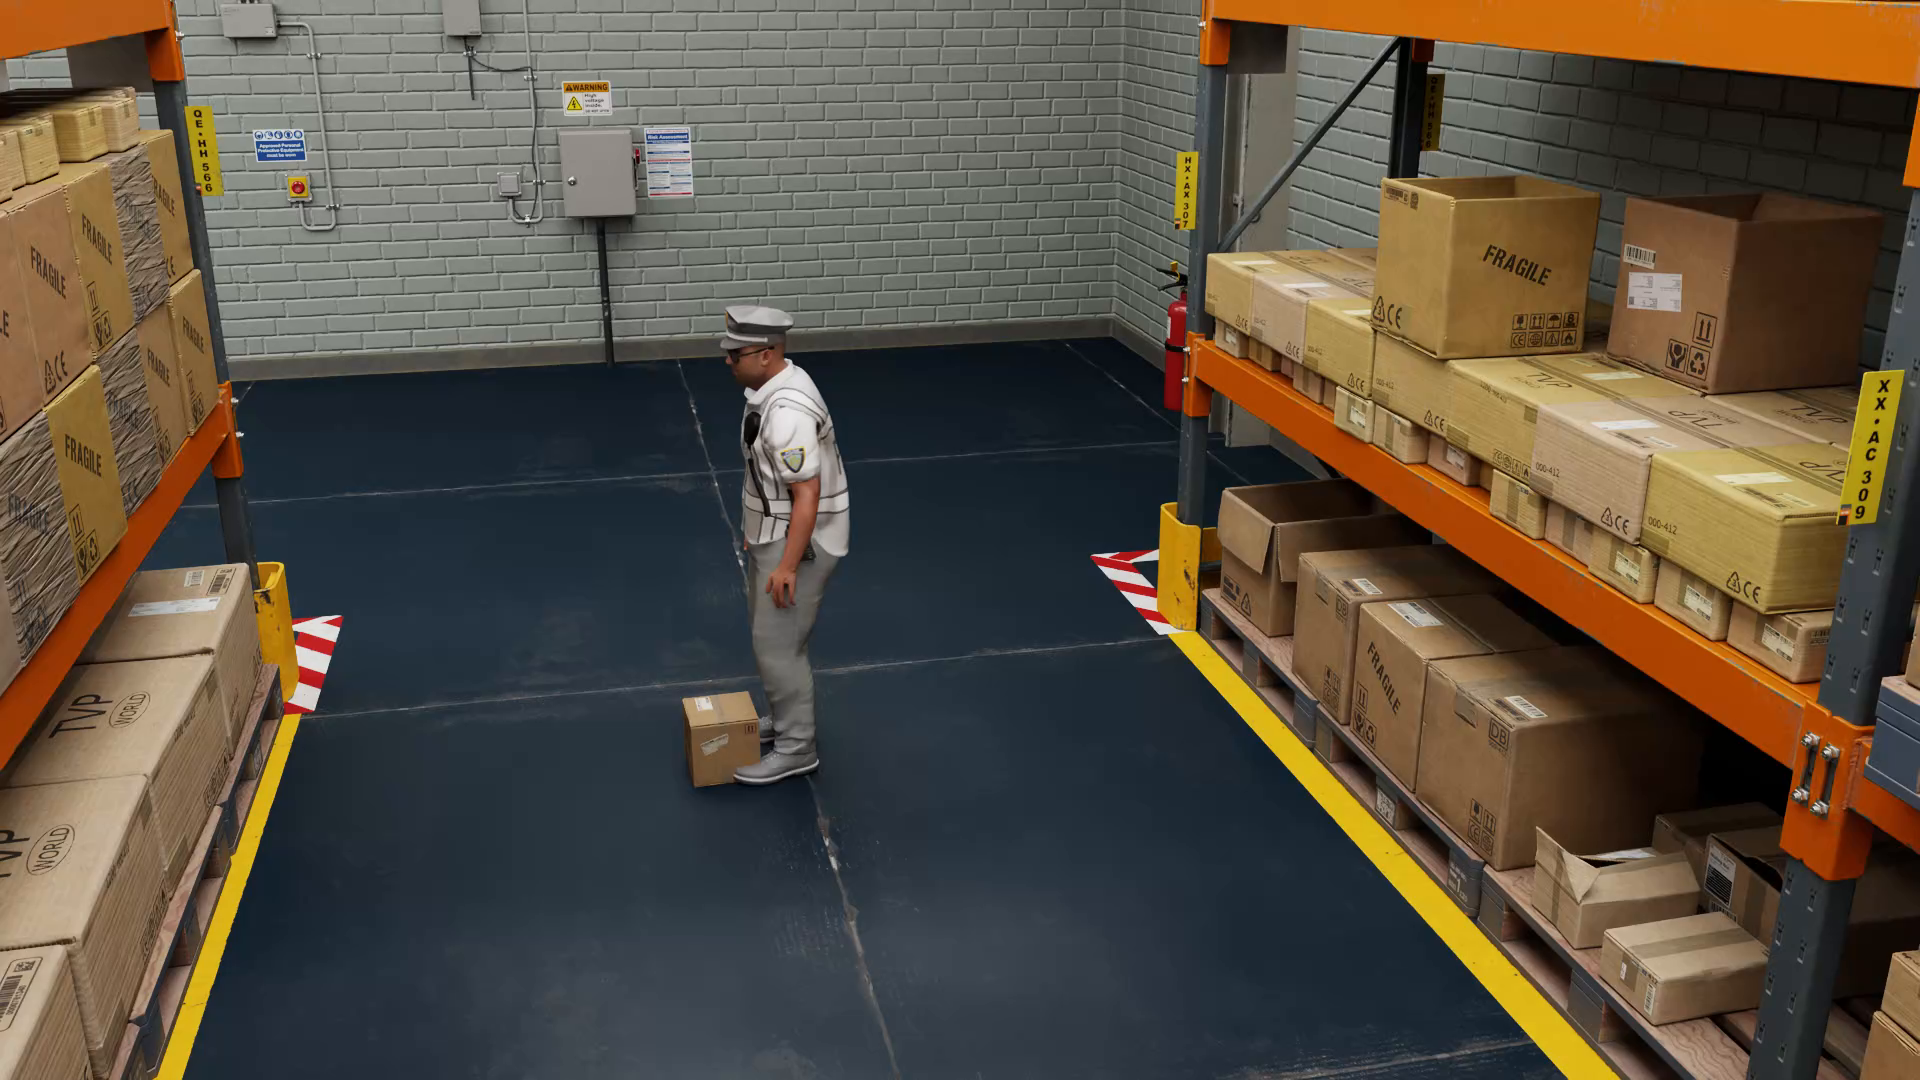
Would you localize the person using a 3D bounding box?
[{"bbox_3d":[-0.644,0.013,6.020,0.470,1.750,0.603,-5,20,-15],"label":"person"}]
